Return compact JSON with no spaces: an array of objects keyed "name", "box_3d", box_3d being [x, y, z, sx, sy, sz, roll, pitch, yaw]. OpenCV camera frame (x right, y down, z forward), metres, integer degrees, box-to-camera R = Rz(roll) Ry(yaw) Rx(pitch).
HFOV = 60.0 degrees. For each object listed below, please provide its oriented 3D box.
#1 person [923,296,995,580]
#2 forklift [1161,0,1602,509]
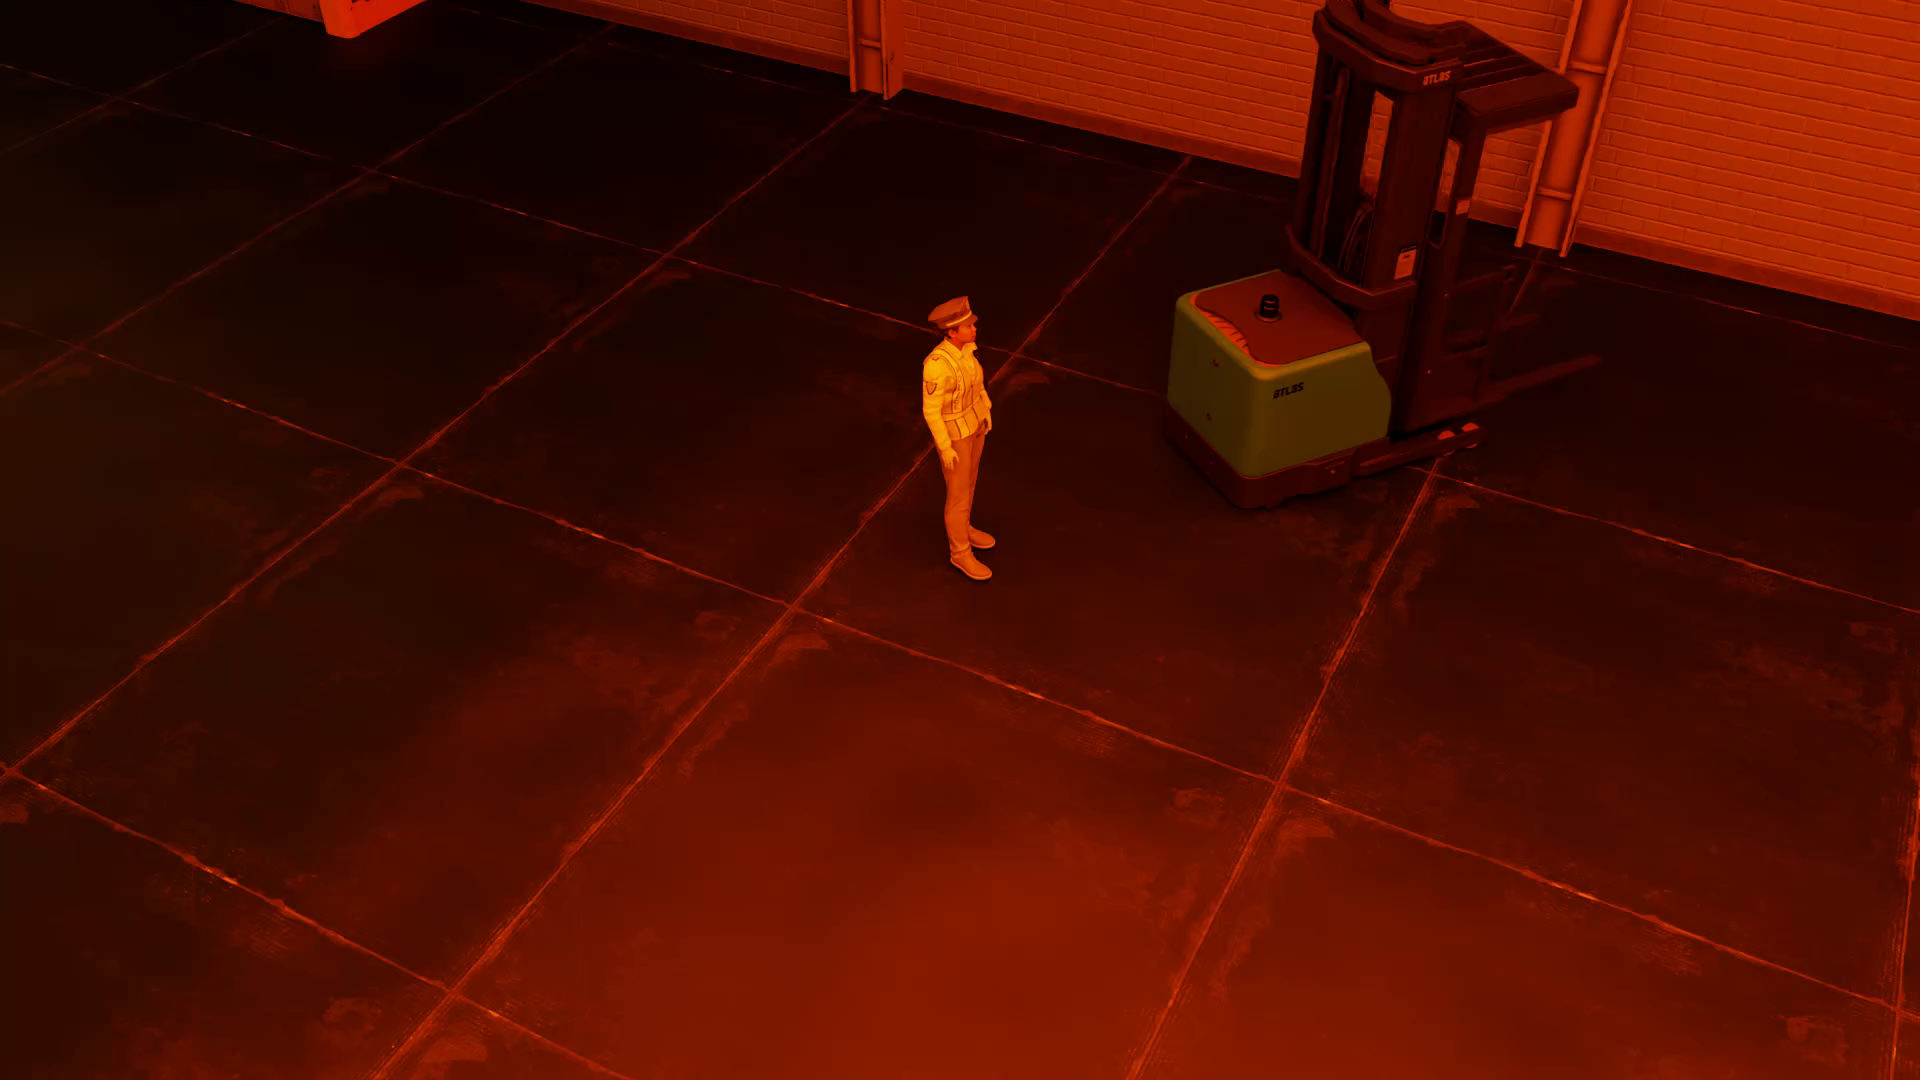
[{"name":"person","box_3d":[0.057,-0.629,9.682,0.532,1.694,0.586,18,43,21]},{"name":"forklift","box_3d":[2.893,-1.962,10.317,3.031,2.935,1.130,-17,43,-19]}]
